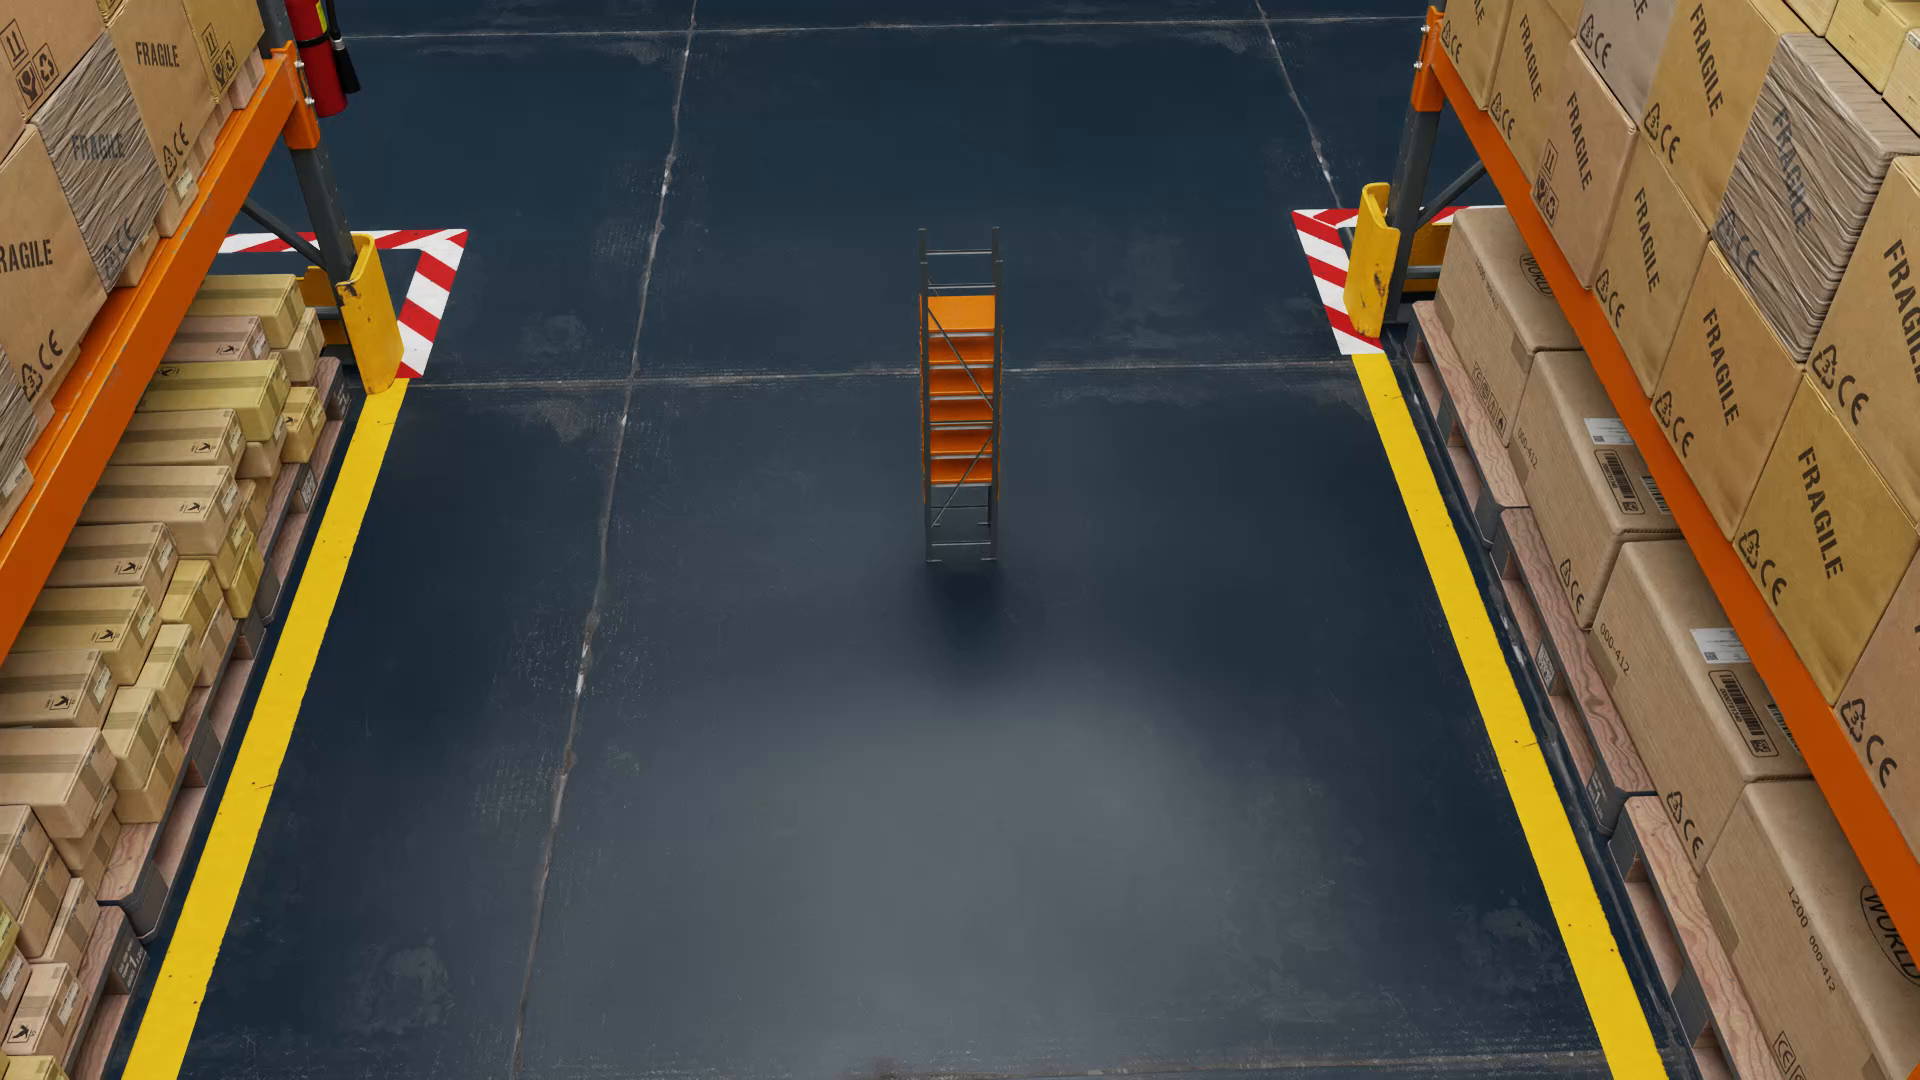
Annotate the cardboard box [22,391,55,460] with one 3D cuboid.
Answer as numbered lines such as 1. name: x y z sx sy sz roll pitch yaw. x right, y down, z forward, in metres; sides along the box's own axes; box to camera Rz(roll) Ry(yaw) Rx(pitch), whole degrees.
1. cardboard box: -2.455 -0.290 4.032 0.380 0.149 0.250 0 43 0

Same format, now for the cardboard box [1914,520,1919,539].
1. cardboard box: 2.037 -0.041 2.761 0.500 0.500 0.500 -2 43 -2

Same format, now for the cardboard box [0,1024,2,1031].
1. cardboard box: -2.368 1.136 3.649 0.380 0.149 0.250 0 43 0

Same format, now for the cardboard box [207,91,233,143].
1. cardboard box: -2.509 -1.341 5.179 0.380 0.149 0.250 -2 43 -2

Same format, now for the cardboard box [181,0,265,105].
1. cardboard box: -2.502 -1.666 5.053 0.500 0.500 0.500 -1 43 -1

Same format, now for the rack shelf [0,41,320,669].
1. rack shelf: -2.693 -0.200 4.280 1.077 0.370 4.000 -2 43 -2

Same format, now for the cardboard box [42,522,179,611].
1. cardboard box: -2.496 0.092 4.789 0.380 0.149 0.250 -3 43 -3

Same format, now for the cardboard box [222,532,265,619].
1. cardboard box: -2.413 0.119 5.200 0.380 0.149 0.250 -3 43 -4

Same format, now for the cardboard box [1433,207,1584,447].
1. cardboard box: 2.291 -0.793 5.980 0.875 0.438 0.875 -3 43 -3

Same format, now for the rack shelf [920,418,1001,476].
1. rack shelf: 0.001 -0.311 5.445 0.258 0.103 0.180 -2 43 -2

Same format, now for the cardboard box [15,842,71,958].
1. cardboard box: -2.459 0.904 4.123 0.380 0.149 0.250 -4 43 -4

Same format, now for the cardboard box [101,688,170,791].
1. cardboard box: -2.395 0.545 4.514 0.380 0.149 0.250 -2 43 -2

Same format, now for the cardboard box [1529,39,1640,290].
1. cardboard box: 1.950 -1.045 4.596 0.500 0.500 0.500 -2 43 -2

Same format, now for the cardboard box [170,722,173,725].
1. cardboard box: -2.486 0.477 4.809 0.380 0.149 0.250 -1 43 -1

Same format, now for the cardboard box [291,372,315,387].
1. cardboard box: -2.547 -0.569 5.950 0.380 0.149 0.250 -1 43 -1

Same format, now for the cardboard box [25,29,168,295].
1. cardboard box: -2.454 -0.976 4.300 0.500 0.500 0.500 -2 43 -2

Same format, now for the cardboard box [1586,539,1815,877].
1. cardboard box: 2.375 0.434 4.643 0.875 0.438 0.875 -3 43 -3

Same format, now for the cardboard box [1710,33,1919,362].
1. cardboard box: 1.993 -0.727 3.509 0.500 0.500 0.500 -1 43 -1

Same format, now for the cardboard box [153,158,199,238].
1. cardboard box: -2.449 -1.001 4.808 0.380 0.149 0.250 -1 43 -1

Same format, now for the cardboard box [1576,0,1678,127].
1. cardboard box: 1.958 -1.403 4.246 0.500 0.500 0.500 -2 43 -2

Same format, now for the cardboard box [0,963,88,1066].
1. cardboard box: -2.376 1.180 4.041 0.380 0.149 0.250 -2 43 -2

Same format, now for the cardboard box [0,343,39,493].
1. cardboard box: -2.391 -0.278 3.539 0.500 0.500 0.500 -2 43 -3

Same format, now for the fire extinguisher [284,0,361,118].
1. fire extinguisher: -2.328 -1.832 5.862 0.296 0.674 0.183 -2 43 -2

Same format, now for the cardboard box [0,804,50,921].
1. cardboard box: -2.462 0.791 4.026 0.380 0.149 0.250 -3 43 -3

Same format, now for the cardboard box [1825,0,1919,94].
1. cardboard box: 2.011 -1.033 3.363 0.380 0.149 0.250 -2 43 -3

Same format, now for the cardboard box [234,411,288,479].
1. cardboard box: -2.447 -0.330 5.469 0.380 0.149 0.250 -3 43 -4

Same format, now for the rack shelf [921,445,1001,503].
1. rack shelf: 0.001 -0.223 5.526 0.258 0.103 0.180 -2 43 -2

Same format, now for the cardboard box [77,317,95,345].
1. cardboard box: -2.515 -0.638 4.412 0.380 0.149 0.250 -3 43 -4

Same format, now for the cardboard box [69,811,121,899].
1. cardboard box: -2.483 0.830 4.424 0.380 0.149 0.250 -3 43 -4

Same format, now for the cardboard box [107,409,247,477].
1. cardboard box: -2.463 -0.269 5.182 0.380 0.149 0.250 -3 43 -4

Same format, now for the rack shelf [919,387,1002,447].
1. rack shelf: 0.001 -0.400 5.364 0.258 0.103 0.180 -2 43 -2

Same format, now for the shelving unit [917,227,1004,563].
1. shelving unit: 0.001 -0.433 5.334 0.258 1.200 0.189 -2 43 -2

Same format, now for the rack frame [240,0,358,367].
1. rack frame: -2.778 -1.815 5.510 1.000 3.000 0.127 -2 43 -2

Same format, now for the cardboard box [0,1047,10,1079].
1. cardboard box: -2.404 1.250 3.746 0.380 0.149 0.250 -1 43 -1

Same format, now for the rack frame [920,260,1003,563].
1. rack frame: 0.005 -0.371 5.267 0.240 1.200 0.006 -2 43 -2

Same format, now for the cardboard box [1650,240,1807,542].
1. cardboard box: 1.995 -0.354 3.842 0.500 0.500 0.500 -2 43 -2

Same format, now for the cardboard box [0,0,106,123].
1. cardboard box: -2.457 -1.335 3.953 0.500 0.500 0.500 0 43 0

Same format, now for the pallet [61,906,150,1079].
1. pallet: -2.672 1.461 4.000 1.003 0.211 1.213 -2 43 -2

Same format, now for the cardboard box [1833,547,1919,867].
1. cardboard box: 2.058 0.332 3.093 0.500 0.500 0.500 -1 43 -1

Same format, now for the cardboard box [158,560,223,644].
1. cardboard box: -2.419 0.193 4.898 0.380 0.149 0.250 0 43 0

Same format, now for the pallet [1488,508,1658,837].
1. pallet: 2.324 0.362 5.199 1.003 0.211 1.213 -2 43 -2

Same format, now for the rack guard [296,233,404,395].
1. rack guard: -2.775 -0.842 6.299 1.175 0.500 0.348 -2 43 -2

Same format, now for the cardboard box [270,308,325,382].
1. cardboard box: -2.470 -0.680 5.851 0.380 0.149 0.250 -3 43 -3

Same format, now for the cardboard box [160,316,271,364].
1. cardboard box: -2.549 -0.617 5.562 0.380 0.149 0.250 -1 43 -1

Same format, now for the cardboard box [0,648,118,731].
1. cardboard box: -2.485 0.436 4.414 0.380 0.149 0.250 -3 43 -4

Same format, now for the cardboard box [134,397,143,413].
1. cardboard box: -2.983 -0.382 5.745 0.380 0.149 0.250 -2 43 -2

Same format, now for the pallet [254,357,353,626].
1. pallet: -2.776 -0.186 5.797 1.003 0.211 1.213 -2 43 -2

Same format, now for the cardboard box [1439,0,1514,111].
1. cardboard box: 1.897 -1.730 5.343 0.500 0.500 0.500 -2 43 -2

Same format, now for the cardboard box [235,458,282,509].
1. cardboard box: -2.510 -0.218 5.567 0.380 0.149 0.250 -2 43 -2
